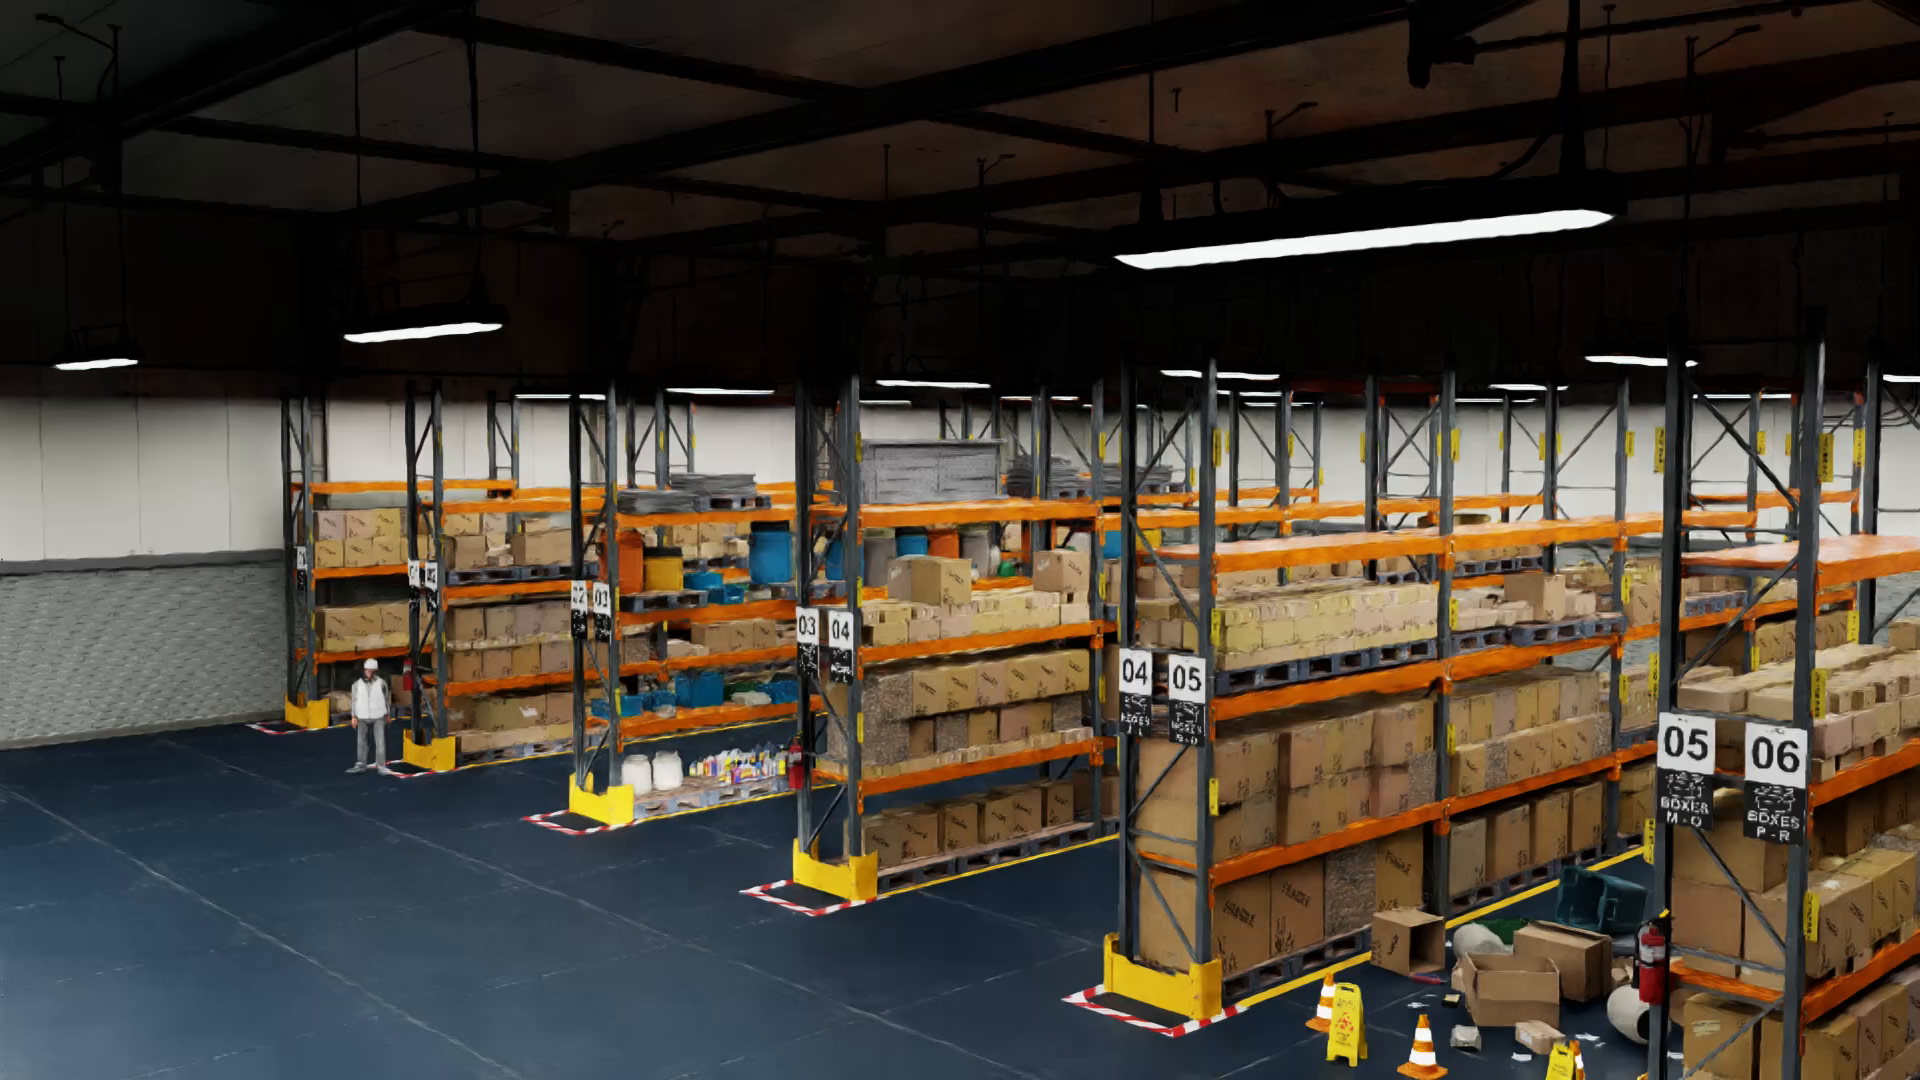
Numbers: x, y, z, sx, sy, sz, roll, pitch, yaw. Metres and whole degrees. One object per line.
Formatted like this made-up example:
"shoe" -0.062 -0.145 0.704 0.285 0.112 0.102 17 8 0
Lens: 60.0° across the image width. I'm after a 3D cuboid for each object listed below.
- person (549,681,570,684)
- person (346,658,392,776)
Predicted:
"person" -7.526 2.298 31.266 0.550 1.709 1.128 4 5 44
"person" -8.970 2.671 25.174 0.690 1.774 0.441 -1 4 -12
